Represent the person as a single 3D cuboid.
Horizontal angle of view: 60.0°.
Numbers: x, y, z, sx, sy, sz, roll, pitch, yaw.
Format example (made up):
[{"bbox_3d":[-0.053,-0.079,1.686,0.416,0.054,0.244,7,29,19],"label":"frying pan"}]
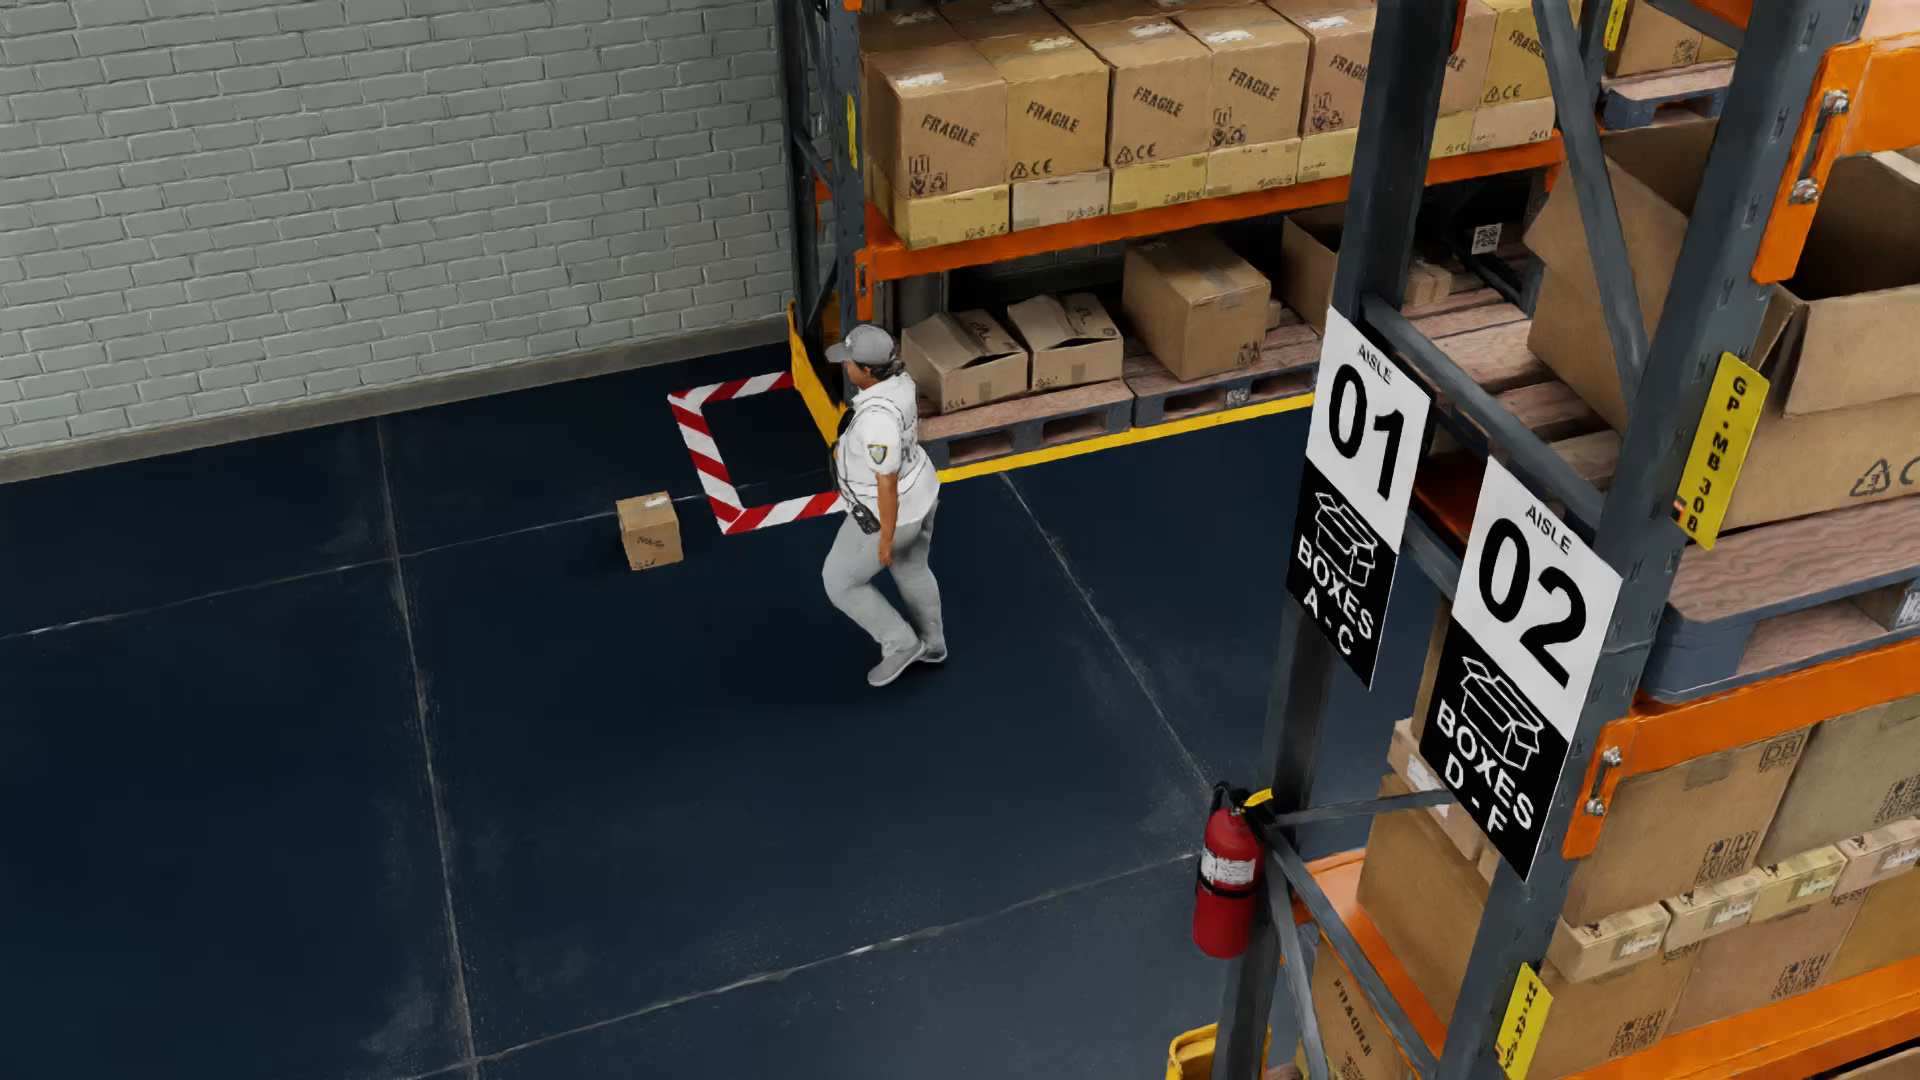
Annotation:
[{"bbox_3d":[-0.305,-0.134,6.934,0.492,1.649,0.524,11,39,14],"label":"person"}]
